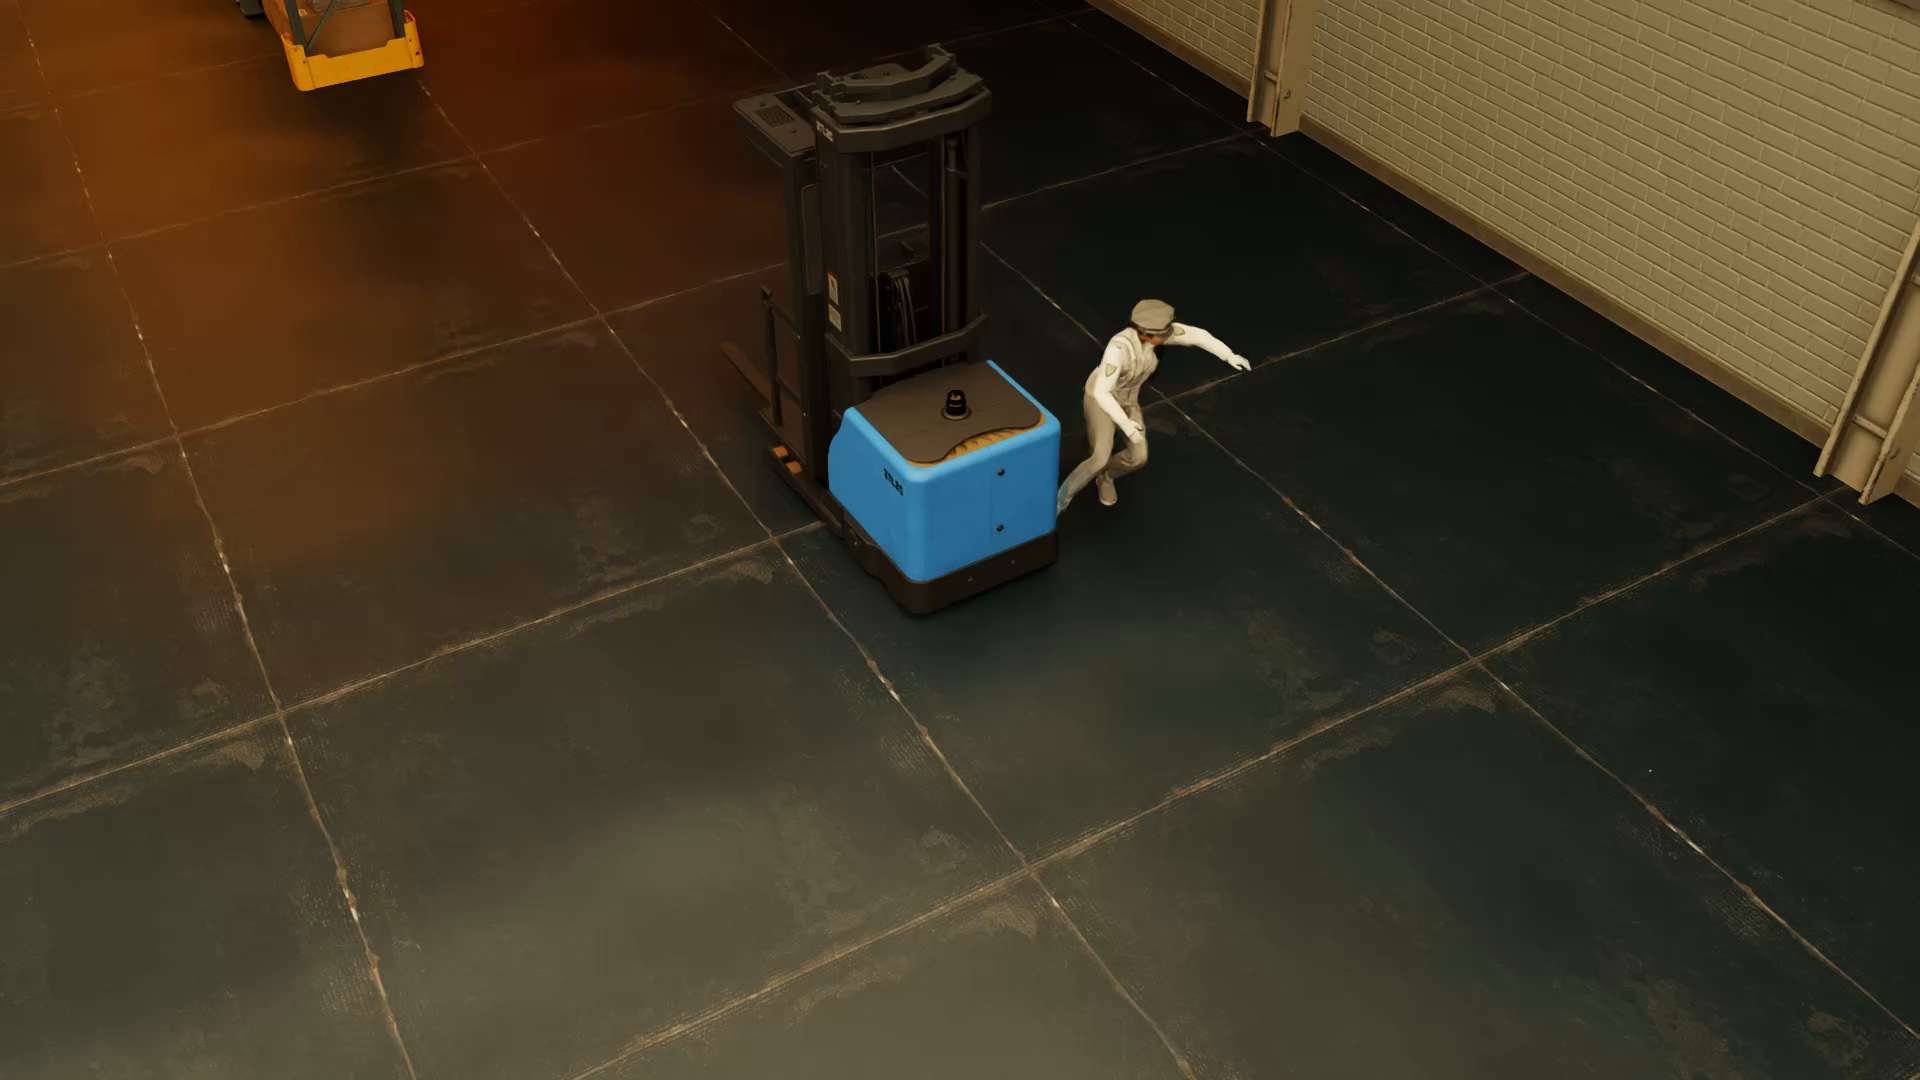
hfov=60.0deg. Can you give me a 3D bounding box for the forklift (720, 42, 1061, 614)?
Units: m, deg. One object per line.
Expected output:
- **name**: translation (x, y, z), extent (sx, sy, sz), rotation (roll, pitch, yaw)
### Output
- **forklift**: translation (-0.605, -1.613, 9.981), extent (1.130, 2.935, 3.031), rotation (-21, 44, -24)

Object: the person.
- **person**: translation (1.025, -0.755, 10.159), extent (1.334, 1.428, 0.793), rotation (-28, 47, -30)
